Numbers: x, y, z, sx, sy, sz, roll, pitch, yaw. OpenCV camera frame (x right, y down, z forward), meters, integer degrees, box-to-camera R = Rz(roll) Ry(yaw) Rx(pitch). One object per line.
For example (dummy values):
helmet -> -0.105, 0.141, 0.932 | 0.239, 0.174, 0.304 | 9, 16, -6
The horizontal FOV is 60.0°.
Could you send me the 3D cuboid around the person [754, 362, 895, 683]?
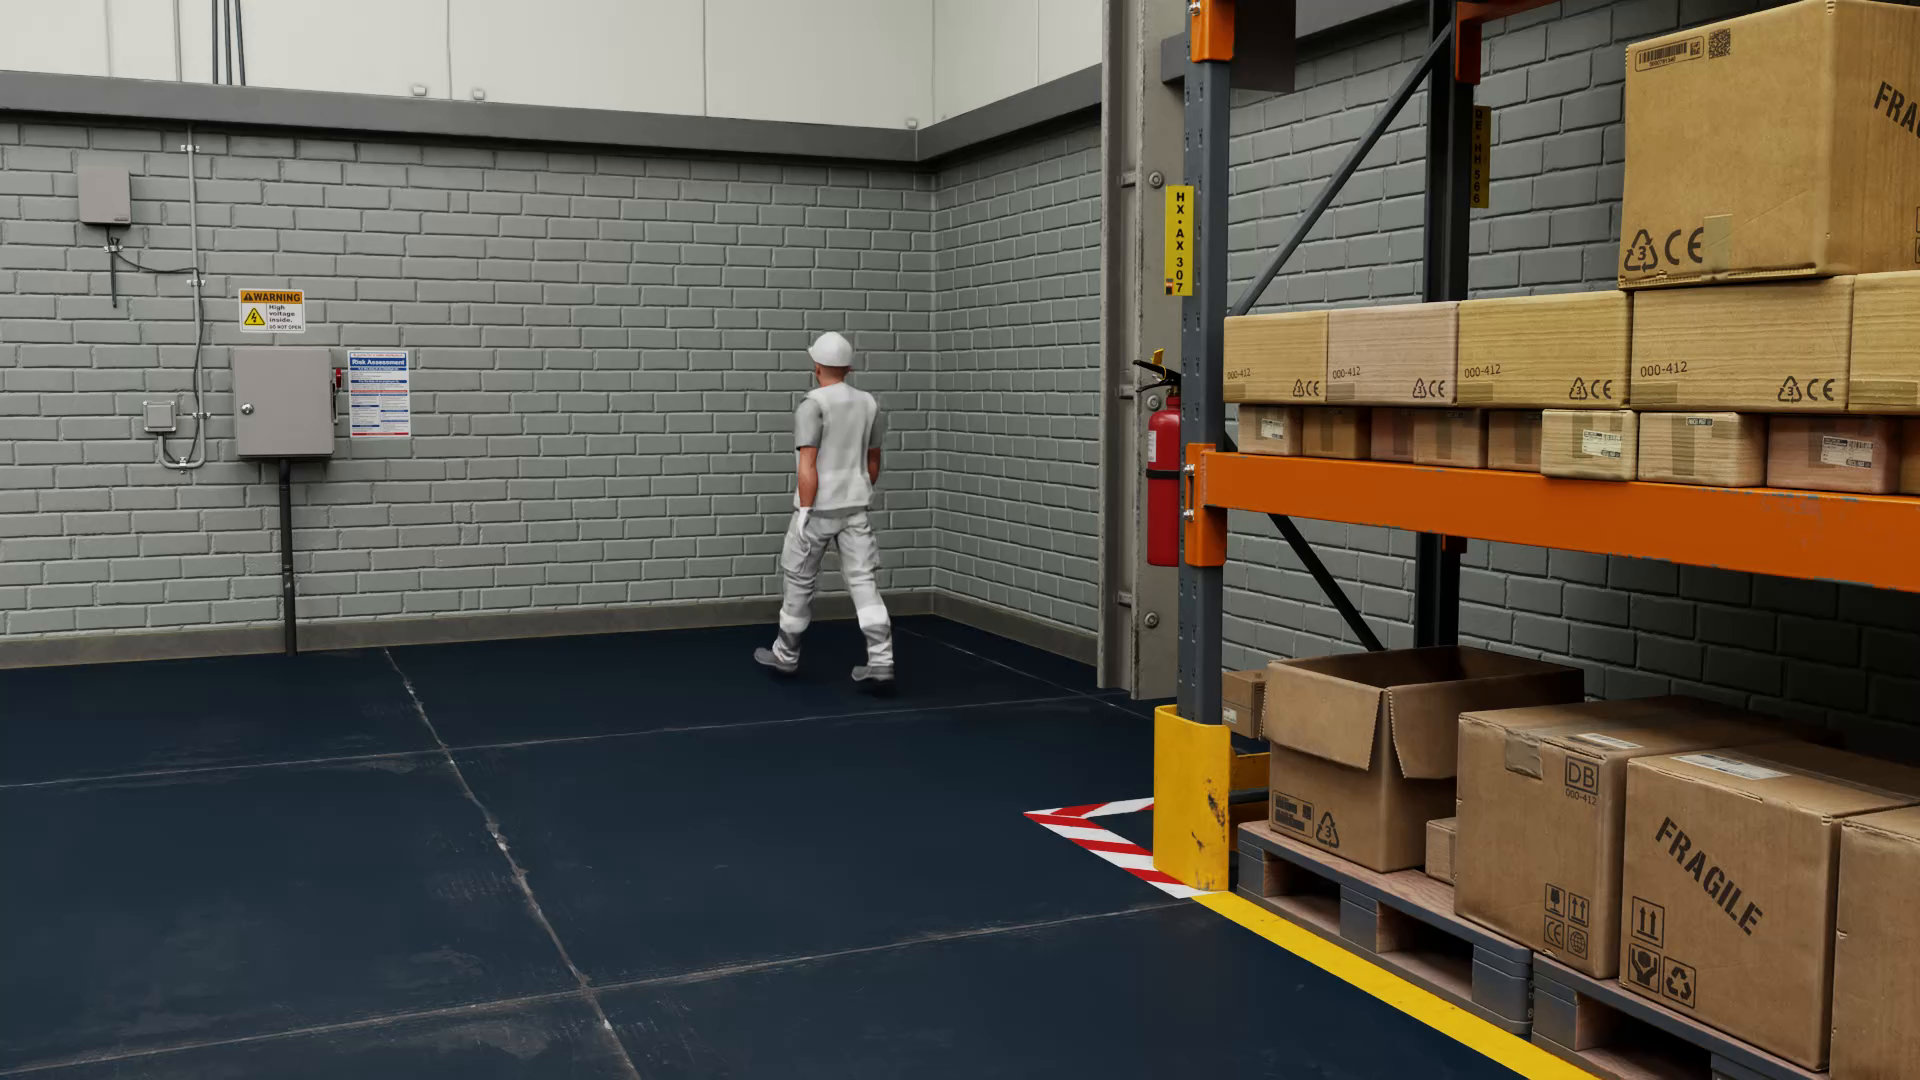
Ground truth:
person -> -0.653, -0.143, 8.335 | 0.605, 1.690, 1.053 | -4, 6, -34
